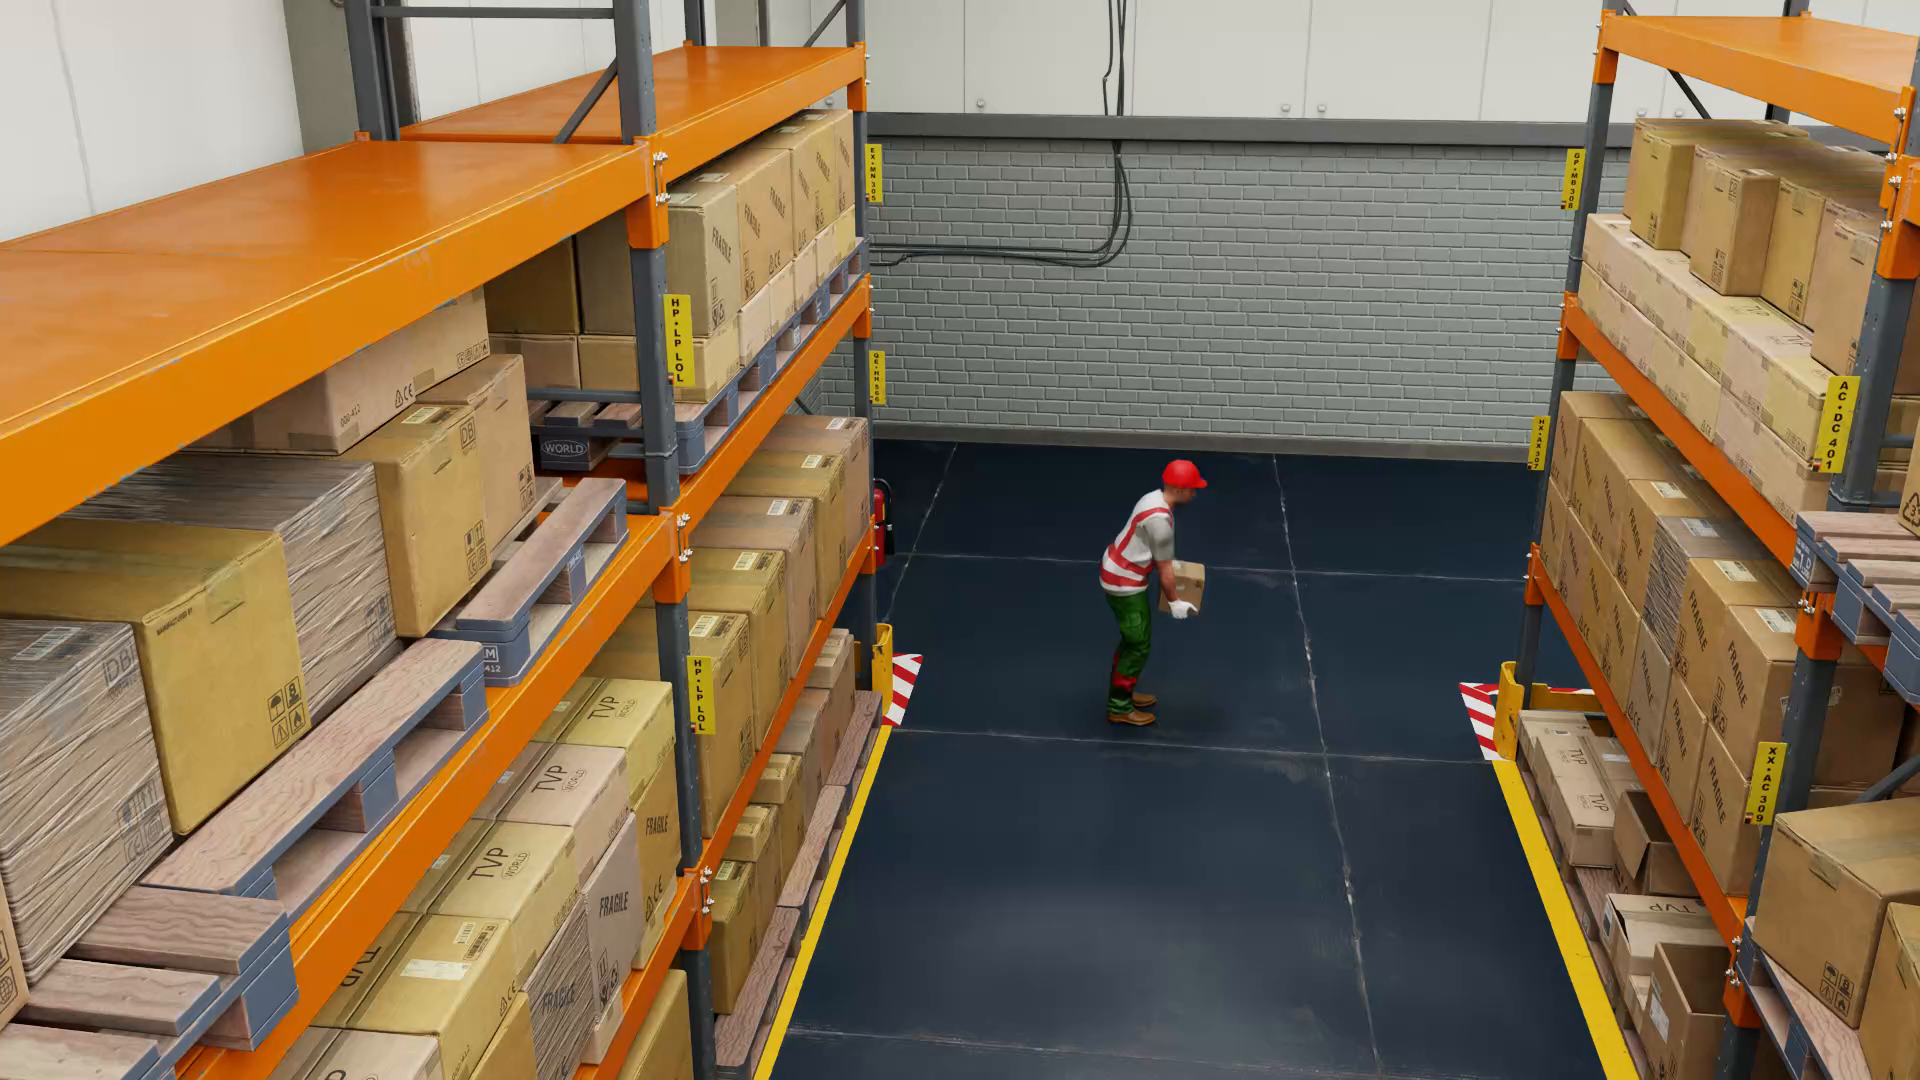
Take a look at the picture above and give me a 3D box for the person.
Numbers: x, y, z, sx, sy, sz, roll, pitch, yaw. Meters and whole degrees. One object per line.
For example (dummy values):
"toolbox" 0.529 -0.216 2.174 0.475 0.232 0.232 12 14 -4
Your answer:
"person" 1.185 0.310 10.357 0.637 1.702 0.491 2 21 5
